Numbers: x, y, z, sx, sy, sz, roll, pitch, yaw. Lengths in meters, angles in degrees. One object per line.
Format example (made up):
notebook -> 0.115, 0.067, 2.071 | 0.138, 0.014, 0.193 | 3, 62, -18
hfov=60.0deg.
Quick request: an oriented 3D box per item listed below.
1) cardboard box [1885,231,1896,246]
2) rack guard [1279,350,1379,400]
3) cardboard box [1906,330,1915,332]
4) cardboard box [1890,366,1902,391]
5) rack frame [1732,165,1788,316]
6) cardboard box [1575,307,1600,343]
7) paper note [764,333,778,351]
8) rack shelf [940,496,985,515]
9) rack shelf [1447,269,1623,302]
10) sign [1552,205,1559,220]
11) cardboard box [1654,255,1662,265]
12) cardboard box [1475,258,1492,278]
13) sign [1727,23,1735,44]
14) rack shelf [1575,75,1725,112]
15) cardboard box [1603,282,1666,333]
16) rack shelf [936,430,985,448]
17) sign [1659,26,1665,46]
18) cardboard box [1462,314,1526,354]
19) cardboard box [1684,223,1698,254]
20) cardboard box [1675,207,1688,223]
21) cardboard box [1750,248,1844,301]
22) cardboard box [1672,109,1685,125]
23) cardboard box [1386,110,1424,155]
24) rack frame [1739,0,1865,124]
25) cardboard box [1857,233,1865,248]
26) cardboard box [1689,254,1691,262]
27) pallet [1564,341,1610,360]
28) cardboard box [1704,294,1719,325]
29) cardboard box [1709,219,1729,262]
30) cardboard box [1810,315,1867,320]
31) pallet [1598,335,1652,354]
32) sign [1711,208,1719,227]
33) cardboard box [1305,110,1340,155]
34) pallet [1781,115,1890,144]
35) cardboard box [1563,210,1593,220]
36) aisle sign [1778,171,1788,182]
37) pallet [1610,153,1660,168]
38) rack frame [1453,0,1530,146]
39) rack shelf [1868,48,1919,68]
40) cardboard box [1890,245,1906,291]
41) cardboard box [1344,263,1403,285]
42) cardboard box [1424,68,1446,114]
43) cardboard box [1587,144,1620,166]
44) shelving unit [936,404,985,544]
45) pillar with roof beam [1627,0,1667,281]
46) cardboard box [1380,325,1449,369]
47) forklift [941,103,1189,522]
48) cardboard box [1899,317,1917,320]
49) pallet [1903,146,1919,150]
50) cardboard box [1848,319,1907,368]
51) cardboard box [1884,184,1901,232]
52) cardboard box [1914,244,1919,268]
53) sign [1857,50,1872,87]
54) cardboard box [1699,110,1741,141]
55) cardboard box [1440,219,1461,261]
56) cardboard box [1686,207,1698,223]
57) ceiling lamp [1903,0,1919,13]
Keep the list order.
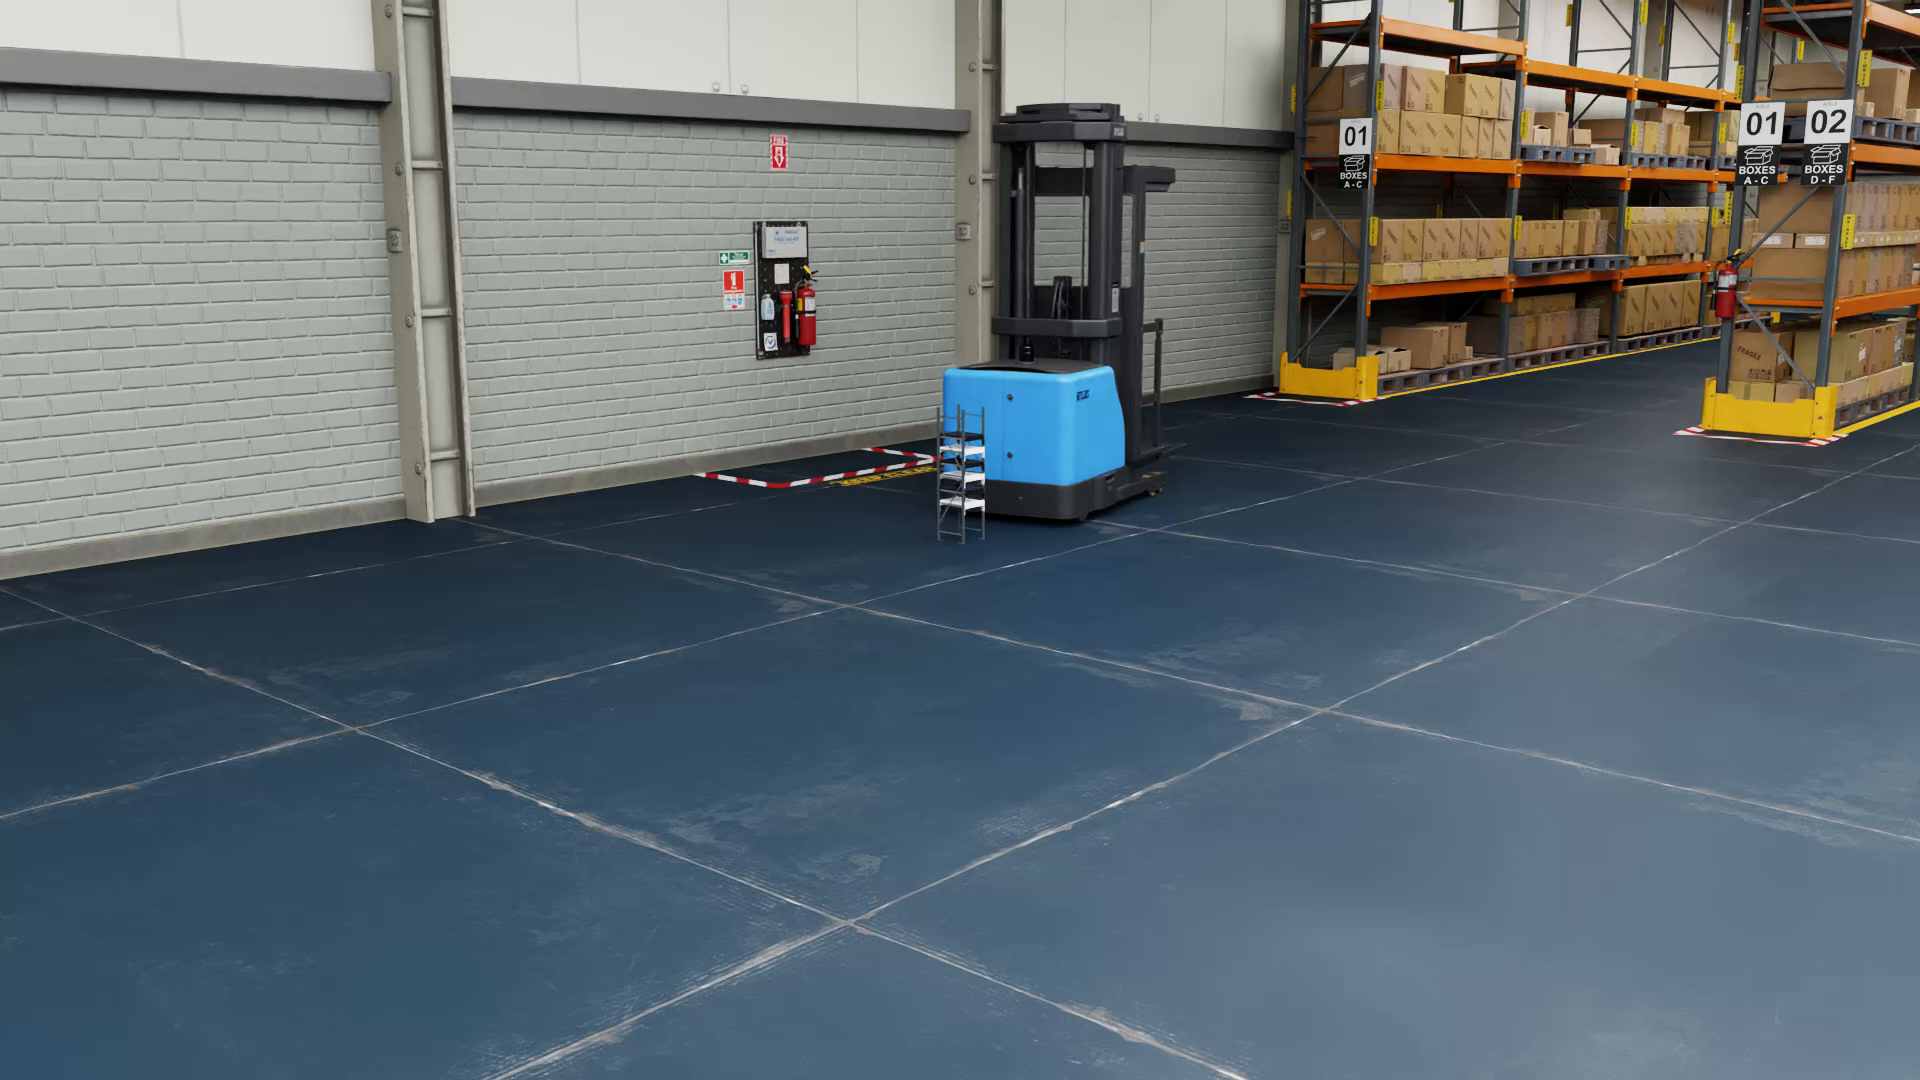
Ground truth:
cardboard box -> 9.846, -3.254, 17.933 | 0.380, 0.149, 0.250 | 10, 15, 42
rack guard -> 4.390, -1.978, 19.838 | 1.175, 0.500, 0.348 | 10, 15, 40
cardboard box -> 11.498, -2.375, 19.962 | 0.500, 0.311, 0.500 | 10, 15, 40
cardboard box -> 10.225, -1.830, 18.663 | 0.500, 0.250, 0.500 | 10, 15, 40
rack frame -> 14.902, -5.547, 31.323 | 1.000, 3.000, 0.127 | 10, 15, 40
cardboard box -> 9.185, -3.247, 25.068 | 0.700, 0.500, 0.500 | 10, 15, 41
paper note -> -1.637, -1.717, 14.398 | 0.016, 0.148, 0.142 | 10, 15, 40
rack shelf -> 0.005, -0.233, 11.171 | 0.258, 0.077, 0.200 | 10, 15, 40
rack shelf -> 8.301, -3.723, 24.028 | 1.077, 0.370, 4.000 | 10, 15, 40
sign -> 9.202, -5.009, 25.674 | 0.100, 0.325, 0.005 | 10, 15, 40
cardboard box -> 11.017, -4.502, 26.683 | 0.380, 0.149, 0.250 | 10, 15, 41
cardboard box -> 6.560, -3.536, 21.590 | 0.500, 0.250, 0.500 | 10, 15, 41
sign -> 12.677, -8.329, 27.348 | 0.100, 0.325, 0.005 | 10, 15, 40
rack shelf -> 10.941, -7.057, 26.426 | 1.077, 0.370, 4.000 | 10, 15, 40
cardboard box -> 10.788, -3.741, 26.698 | 0.750, 0.750, 0.750 | 10, 15, 40
rack shelf -> 0.005, -0.675, 11.083 | 0.258, 0.077, 0.200 | 10, 15, 40
sign -> 11.861, -8.511, 28.060 | 0.100, 0.325, 0.005 | 10, 15, 40
cardboard box -> 7.454, -2.882, 23.239 | 0.700, 0.500, 0.500 | 10, 15, 42
cardboard box -> 11.817, -4.986, 27.451 | 0.500, 0.500, 0.500 | 10, 15, 41
cardboard box -> 11.464, -5.280, 27.007 | 0.500, 0.250, 0.500 | 10, 15, 41
cardboard box -> 8.381, -2.669, 16.659 | 0.700, 0.500, 0.500 | 10, 15, 40
cardboard box -> 11.582, -6.949, 27.393 | 0.500, 0.250, 0.500 | -11, 16, -43
cardboard box -> 5.130, -4.814, 19.689 | 0.500, 0.500, 0.500 | -11, 16, -44
rack frame -> 8.064, -5.495, 15.746 | 1.000, 3.000, 0.127 | 10, 15, 40
cardboard box -> 8.991, -3.062, 16.973 | 0.380, 0.149, 0.250 | 9, 15, 39
cardboard box -> 11.897, -4.686, 27.605 | 0.380, 0.149, 0.250 | 10, 15, 42
pallet -> 9.104, -2.887, 25.129 | 1.003, 0.211, 1.213 | 10, 15, 40
cardboard box -> 12.832, -4.035, 29.065 | 0.700, 0.500, 0.500 | 10, 15, 41
cardboard box -> 12.632, -5.183, 28.737 | 0.980, 0.700, 0.700 | 10, 15, 41
cardboard box -> 10.163, -2.339, 19.296 | 0.500, 0.500, 0.500 | 10, 15, 40
pallet -> 10.198, -3.108, 26.235 | 1.003, 0.211, 1.213 | 10, 15, 40
sign -> 12.675, -5.418, 27.927 | 0.100, 0.325, 0.005 | 10, 15, 40
cardboard box -> 4.425, -4.817, 19.703 | 0.500, 0.500, 0.500 | -11, 16, -43
pallet -> 8.550, -4.081, 16.552 | 1.003, 0.211, 1.213 | 10, 15, 40
cardboard box -> 9.214, -4.849, 24.794 | 0.380, 0.149, 0.250 | 7, 13, 31
aisle sign -> 15.175, -6.793, 30.928 | 0.394, 0.787, 0.004 | 10, 15, 40
pallet -> 10.006, -5.850, 25.664 | 1.213, 0.211, 1.003 | 11, 16, 43
rack frame -> 6.980, -6.723, 21.896 | 1.000, 3.000, 0.127 | 10, 15, 40
rack shelf -> 12.024, -5.828, 20.275 | 1.077, 0.370, 4.000 | 10, 15, 40
cardboard box -> 10.072, -3.046, 18.547 | 0.700, 0.500, 0.500 | 10, 15, 40
cardboard box -> 4.901, -3.160, 19.704 | 0.500, 0.250, 0.500 | 9, 15, 39
cardboard box -> 5.476, -5.382, 19.982 | 0.500, 0.500, 0.500 | 10, 15, 42
cardboard box -> 9.348, -5.666, 24.438 | 0.500, 0.311, 0.500 | 10, 15, 40
shelving unit -> 0.005, -0.442, 11.129 | 0.258, 0.900, 0.210 | 10, 15, 40
pillar with roof beam -> 15.307, -7.558, 26.078 | 9.100, 9.000, 0.400 | 10, 15, 40
cardboard box -> 5.762, -2.458, 21.119 | 0.700, 0.500, 0.500 | 9, 14, 37
forklift -> 0.975, -1.812, 12.800 | 1.130, 2.935, 3.031 | 6, 13, 26
cardboard box -> 12.778, -2.823, 22.204 | 0.500, 0.311, 0.500 | 10, 15, 42
pallet -> 11.276, -4.650, 19.663 | 0.805, 0.209, 1.217 | 9, 14, 38
cardboard box -> 10.223, -2.198, 18.591 | 0.500, 0.500, 0.500 | 10, 15, 40
cardboard box -> 9.752, -3.612, 18.071 | 0.700, 0.500, 0.500 | 10, 15, 40
cardboard box -> 11.571, -3.379, 20.213 | 0.500, 0.500, 0.500 | -11, 16, -43
sign -> 8.476, -4.418, 15.583 | 0.100, 0.325, 0.005 | 10, 15, 40
cardboard box -> 12.943, -7.047, 28.317 | 0.500, 0.500, 0.500 | 10, 15, 40
cardboard box -> 5.892, -3.752, 20.756 | 0.500, 0.500, 0.500 | 10, 15, 42
cardboard box -> 11.800, -5.355, 27.382 | 0.500, 0.250, 0.500 | 10, 15, 42
ceiling lamp -> 18.571, -11.419, 30.506 | 2.000, 3.185, 0.800 | 10, 15, 40
